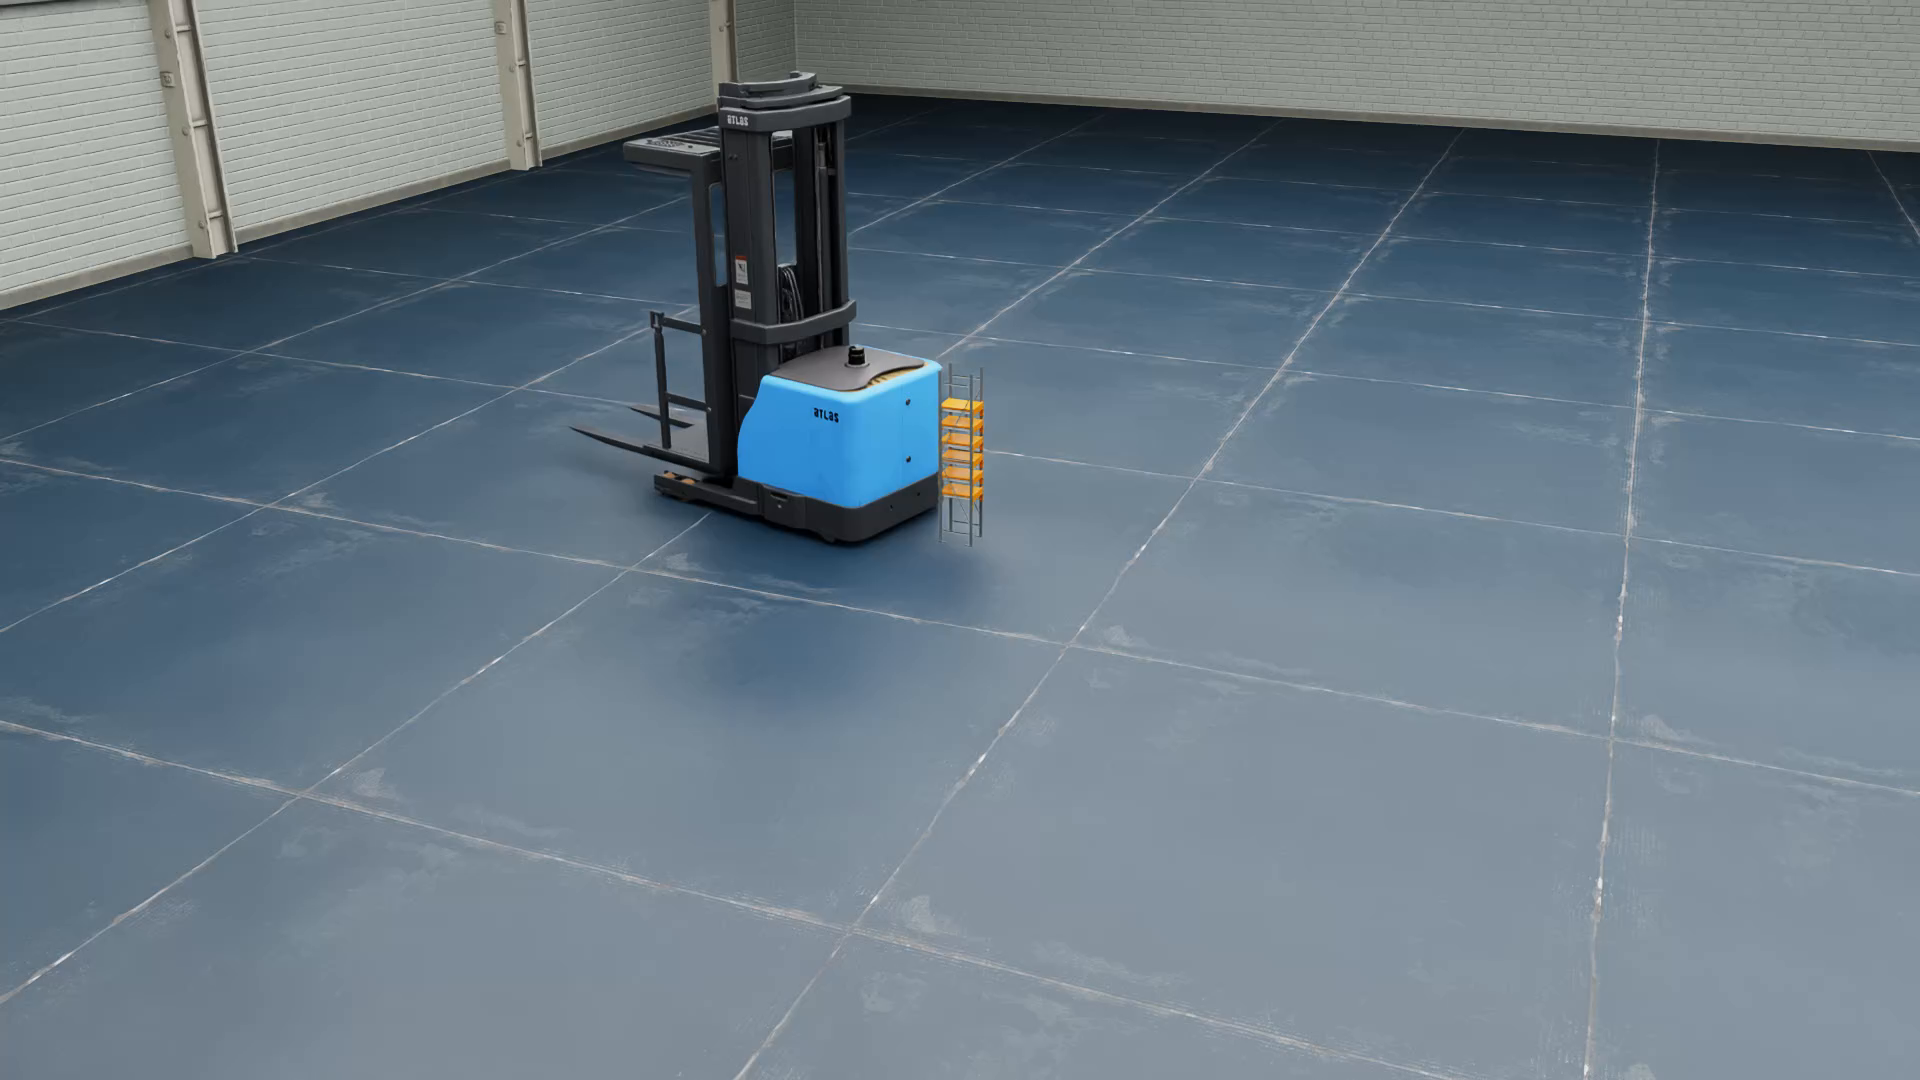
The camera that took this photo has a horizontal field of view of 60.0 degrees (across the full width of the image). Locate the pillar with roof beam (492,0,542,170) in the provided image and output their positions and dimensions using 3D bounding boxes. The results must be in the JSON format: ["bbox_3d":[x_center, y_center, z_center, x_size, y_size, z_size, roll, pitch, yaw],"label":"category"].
[{"bbox_3d":[-2.340,-8.974,21.058,9.100,9.000,0.400,9,24,20],"label":"pillar with roof beam"}]

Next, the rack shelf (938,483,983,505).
[{"bbox_3d":[0.005,-0.296,11.141,0.258,0.103,0.180,9,24,20],"label":"rack shelf"}]

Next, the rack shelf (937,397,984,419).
[{"bbox_3d":[0.005,-0.850,10.910,0.258,0.103,0.180,9,24,20],"label":"rack shelf"}]

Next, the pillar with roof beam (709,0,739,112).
[{"bbox_3d":[-0.111,-11.121,26.199,9.100,9.000,0.400,9,24,20],"label":"pillar with roof beam"}]

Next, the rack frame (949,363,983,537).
[{"bbox_3d":[0.039,-0.592,11.110,0.240,1.200,0.006,9,24,20],"label":"rack frame"}]

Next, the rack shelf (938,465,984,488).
[{"bbox_3d":[0.005,-0.407,11.095,0.258,0.103,0.180,9,24,20],"label":"rack shelf"}]

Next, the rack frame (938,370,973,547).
[{"bbox_3d":[-0.029,-0.526,10.953,0.240,1.200,0.006,9,24,20],"label":"rack frame"}]

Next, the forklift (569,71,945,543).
[{"bbox_3d":[-1.588,-1.770,11.685,3.031,2.935,1.130,16,28,34],"label":"forklift"}]

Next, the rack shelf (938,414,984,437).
[{"bbox_3d":[0.005,-0.739,10.956,0.258,0.103,0.180,9,24,20],"label":"rack shelf"}]

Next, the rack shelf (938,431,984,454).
[{"bbox_3d":[0.005,-0.629,11.002,0.258,0.103,0.180,9,24,20],"label":"rack shelf"}]

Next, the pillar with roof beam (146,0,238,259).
[{"bbox_3d":[-4.569,-6.827,15.918,9.100,9.000,0.400,9,24,20],"label":"pillar with roof beam"}]

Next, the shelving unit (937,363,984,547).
[{"bbox_3d":[0.005,-0.559,11.031,0.258,1.200,0.189,9,24,20],"label":"shelving unit"}]

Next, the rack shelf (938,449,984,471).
[{"bbox_3d":[0.005,-0.518,11.048,0.258,0.103,0.180,9,24,20],"label":"rack shelf"}]
